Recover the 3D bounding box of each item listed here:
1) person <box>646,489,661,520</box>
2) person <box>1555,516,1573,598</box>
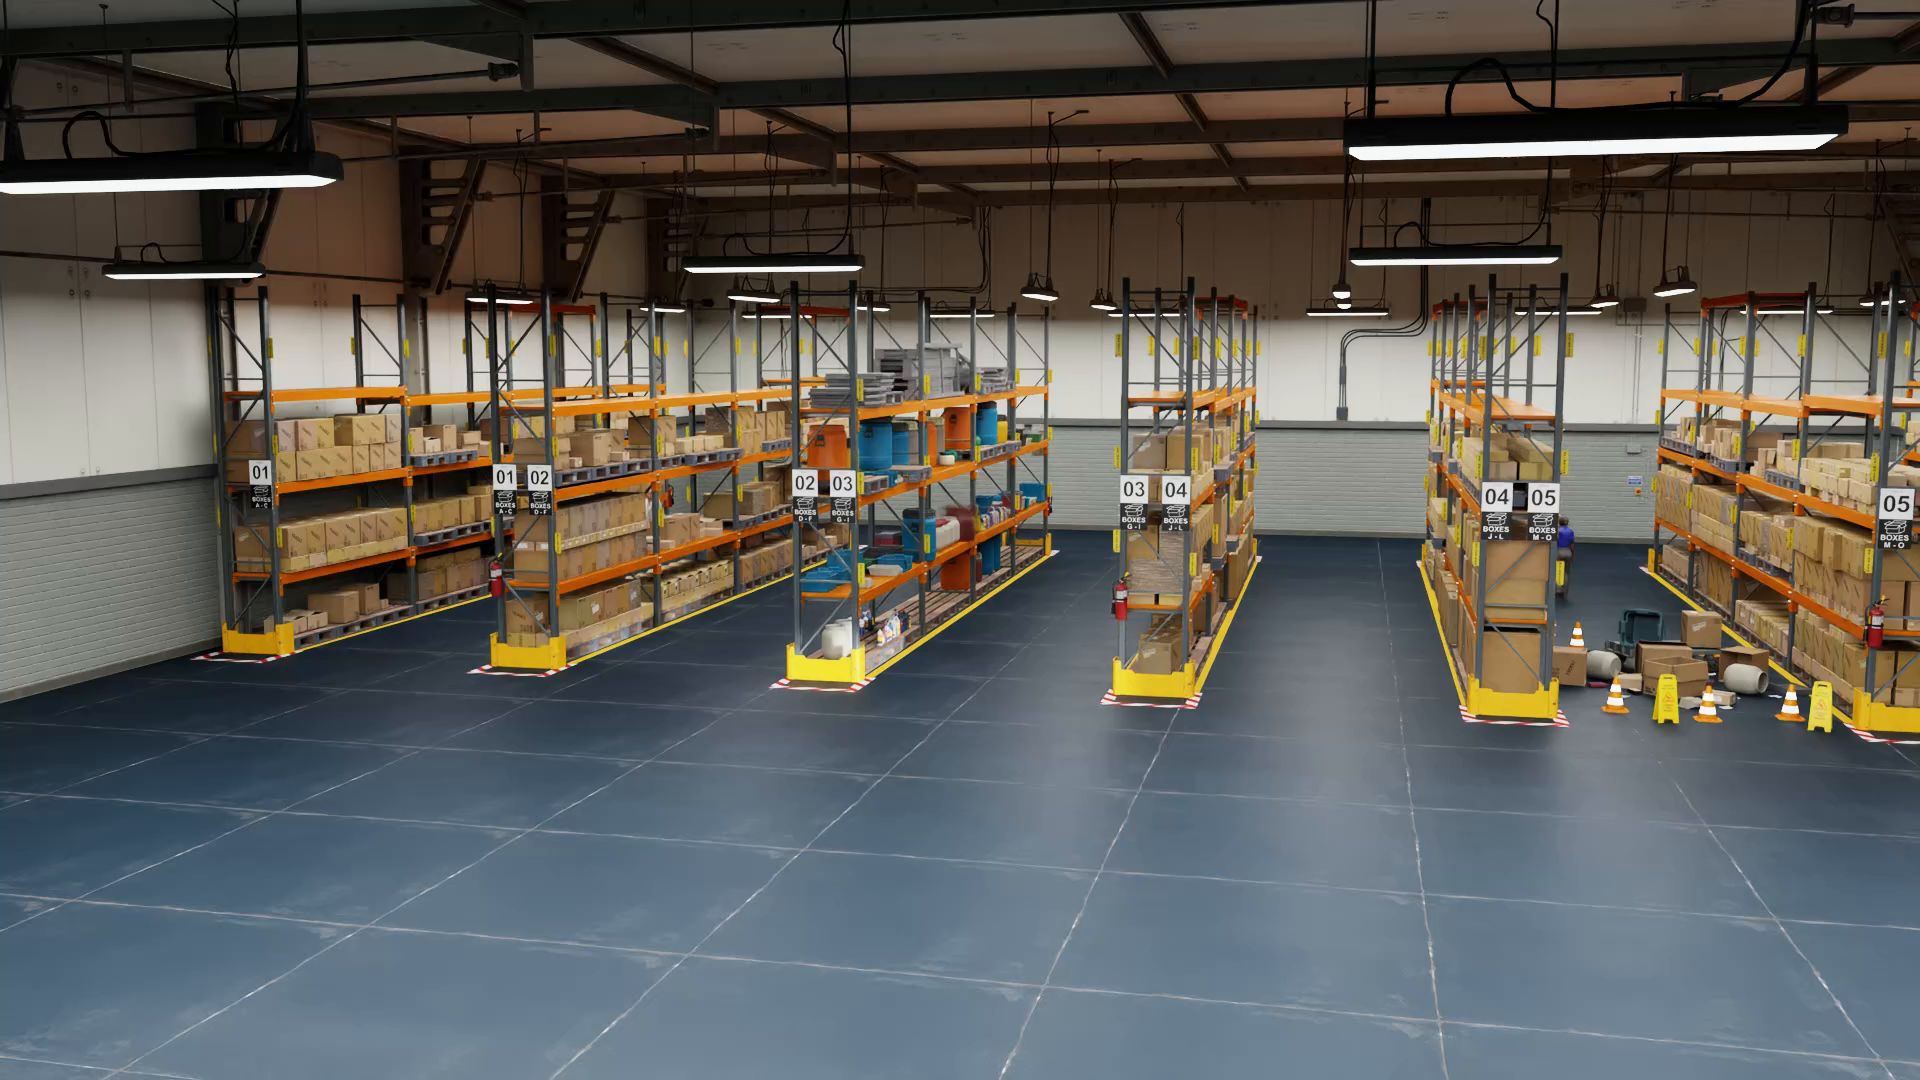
[{"bbox_3d":[-7.235,-0.324,38.702,0.529,1.735,1.096,0,7,3],"label":"person"},{"bbox_3d":[12.119,0.370,33.500,0.503,1.725,0.341,-2,7,-19],"label":"person"}]
